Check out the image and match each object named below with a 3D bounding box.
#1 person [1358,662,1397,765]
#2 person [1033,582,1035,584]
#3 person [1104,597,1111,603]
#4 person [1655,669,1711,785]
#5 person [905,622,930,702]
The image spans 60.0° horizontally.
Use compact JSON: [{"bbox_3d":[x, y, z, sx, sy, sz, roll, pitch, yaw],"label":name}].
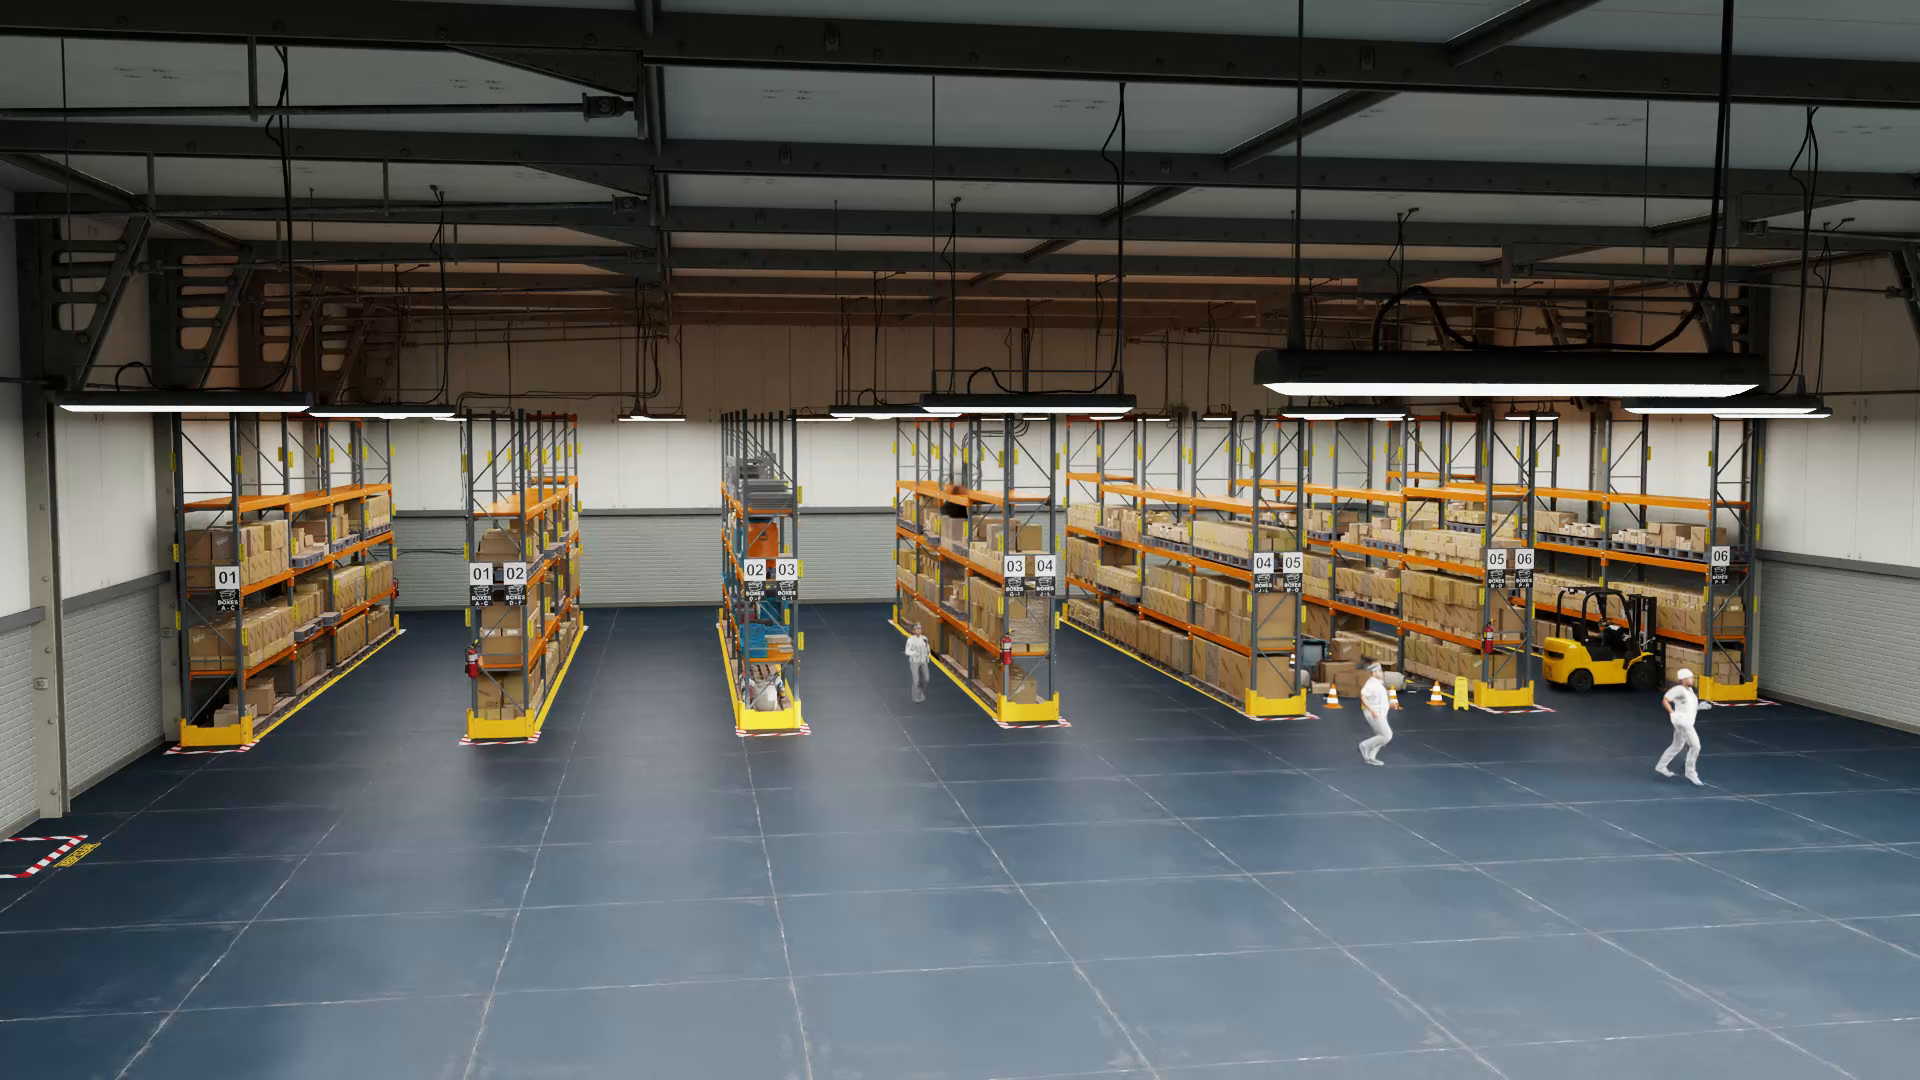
[{"bbox_3d":[7.010,2.909,27.874,0.593,1.740,0.667,2,4,23],"label":"person"},{"bbox_3d":[2.224,1.693,45.548,0.675,1.747,0.650,0,4,3],"label":"person"},{"bbox_3d":[4.271,1.427,49.888,0.732,1.634,0.534,-4,5,-42],"label":"person"},{"bbox_3d":[11.563,2.979,26.608,0.803,1.848,0.659,3,5,32],"label":"person"},{"bbox_3d":[-0.817,2.504,33.969,0.591,1.656,0.598,-2,4,-21],"label":"person"}]
